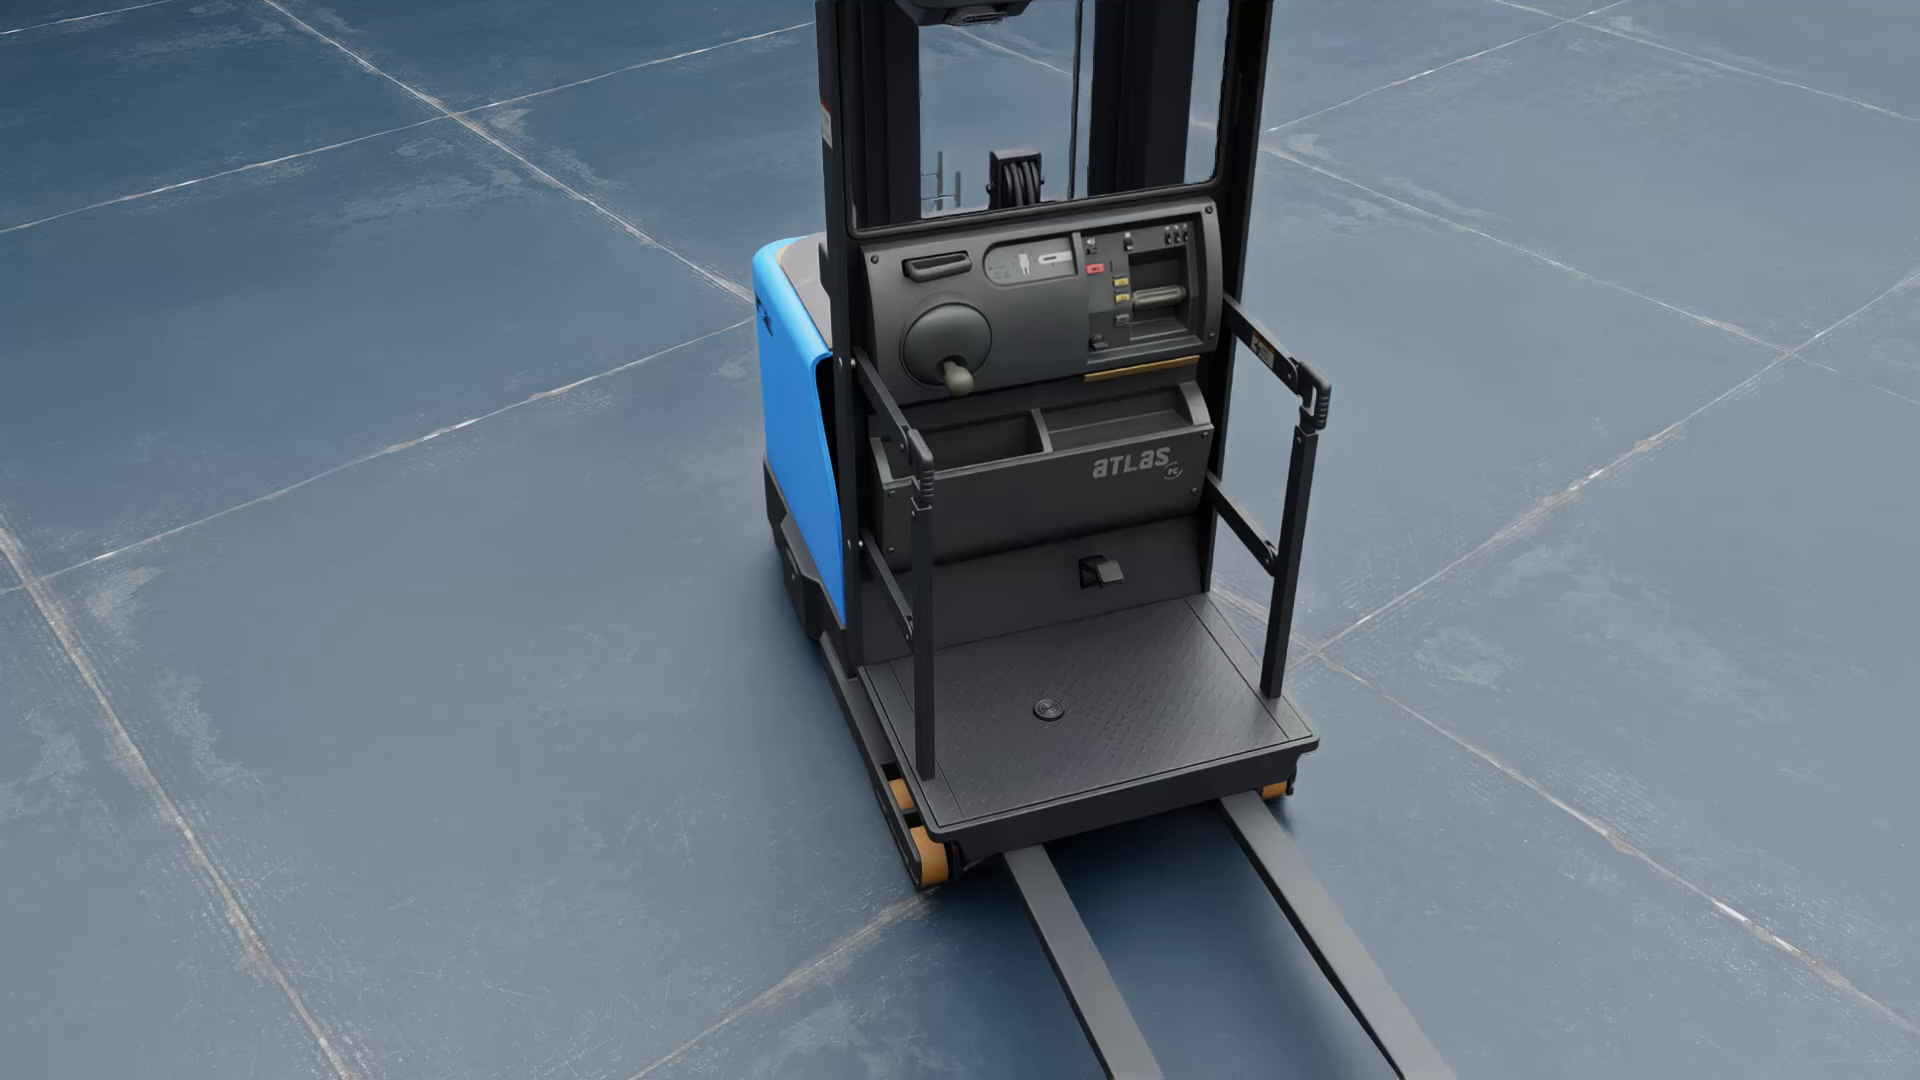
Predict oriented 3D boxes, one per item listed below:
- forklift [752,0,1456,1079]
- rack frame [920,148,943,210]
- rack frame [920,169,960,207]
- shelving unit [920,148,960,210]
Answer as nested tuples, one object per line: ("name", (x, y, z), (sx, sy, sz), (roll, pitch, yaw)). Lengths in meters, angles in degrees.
("forklift", (0.292, -0.539, 3.975), (1.130, 2.935, 3.031), (-11, 37, -15))
("rack frame", (-0.173, -0.783, 5.817), (0.240, 1.200, 0.006), (-11, 37, -15))
("rack frame", (-0.113, -0.683, 5.676), (0.240, 1.200, 0.006), (-11, 37, -15))
("shelving unit", (-0.143, -0.733, 5.746), (0.258, 1.200, 0.189), (-11, 37, -15))
